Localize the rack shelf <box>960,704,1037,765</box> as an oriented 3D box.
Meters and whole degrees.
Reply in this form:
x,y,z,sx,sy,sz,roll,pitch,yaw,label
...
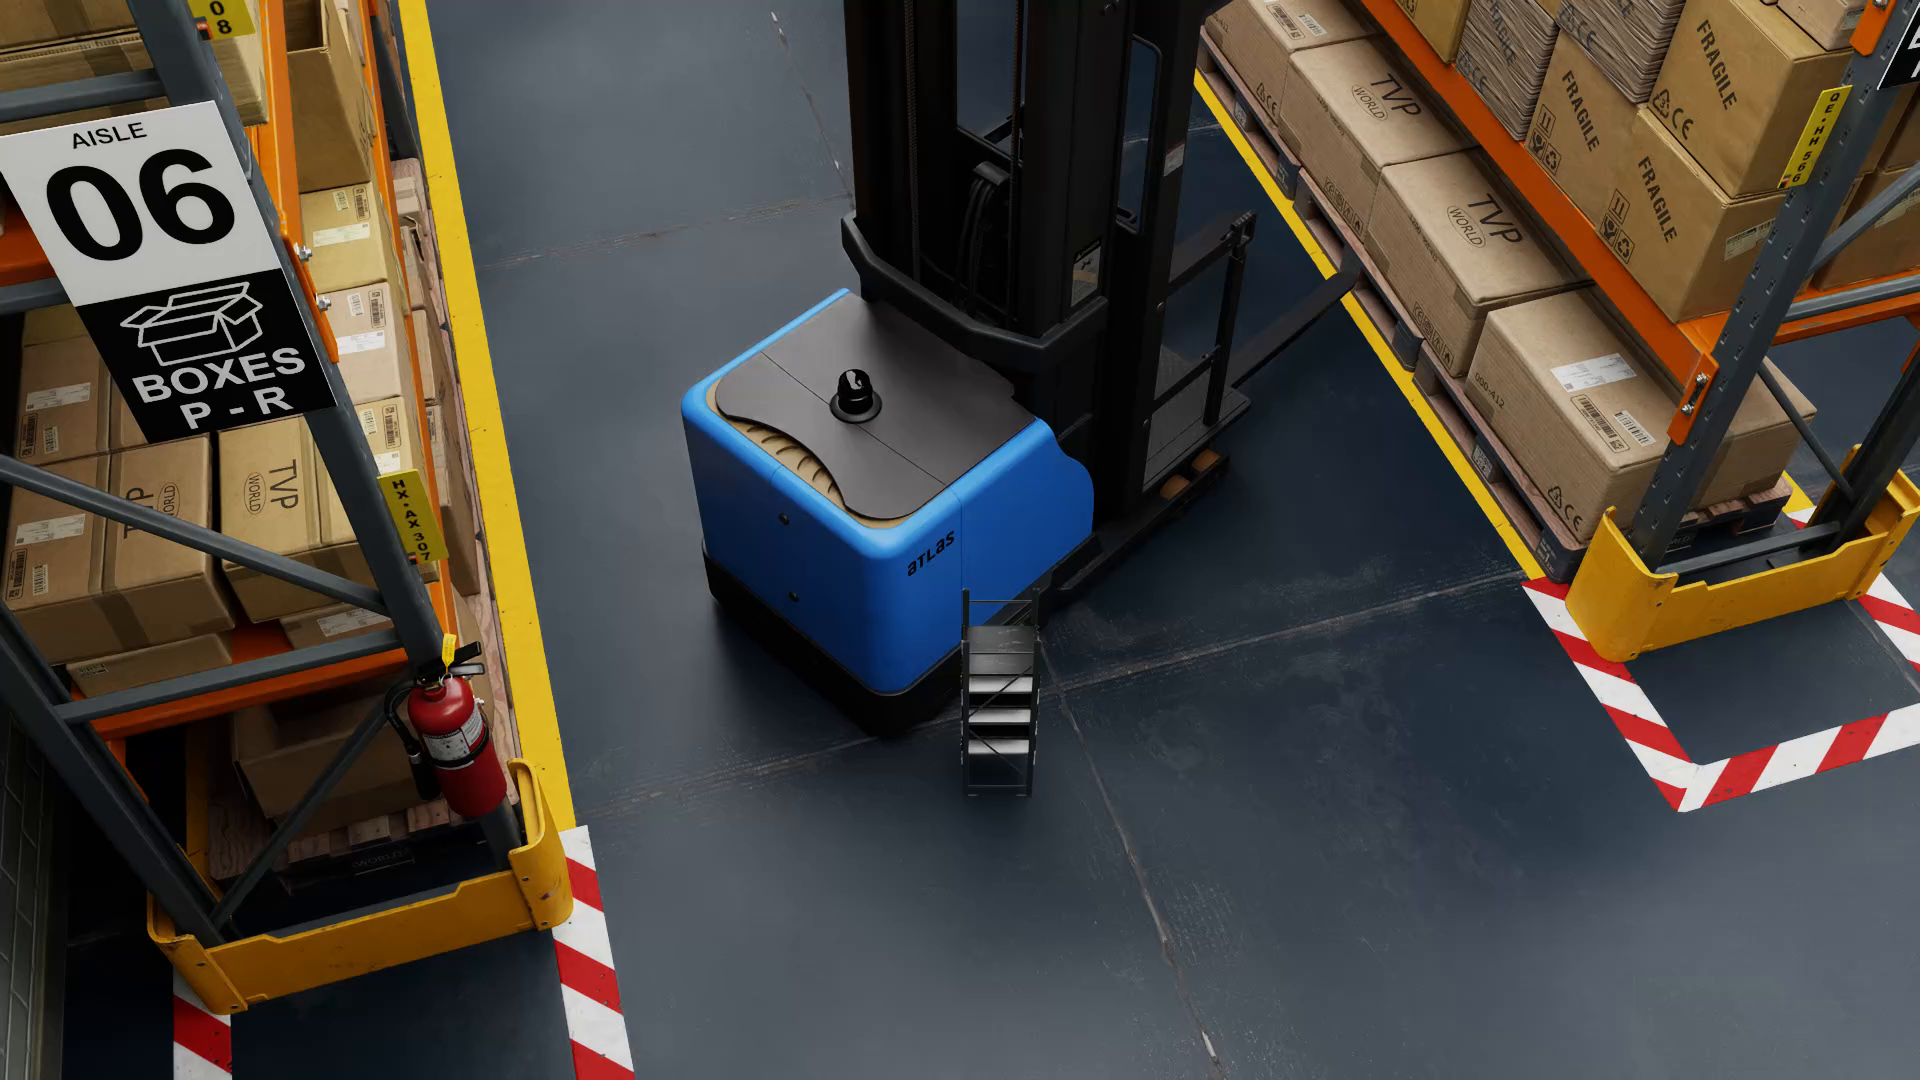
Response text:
x,y,z,sx,sy,sz,roll,pitch,yaw,label
0.129,0.661,5.673,0.258,0.077,0.200,0,50,0,rack shelf

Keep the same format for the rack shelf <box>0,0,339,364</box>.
x,y,z,sx,sy,sz,roll,pitch,yaw,label
-2.443,-1.845,4.642,1.077,0.370,4.000,-13,51,-11,rack shelf

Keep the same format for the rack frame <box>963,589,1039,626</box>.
x,y,z,sx,sy,sz,roll,pitch,yaw,label
0.129,0.445,5.576,0.240,0.900,0.006,0,50,0,rack frame

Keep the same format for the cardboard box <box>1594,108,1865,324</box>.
x,y,z,sx,sy,sz,roll,pitch,yaw,label
2.493,-1.099,5.439,0.500,0.500,0.500,-13,51,-11,cardboard box

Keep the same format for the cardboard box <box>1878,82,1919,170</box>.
x,y,z,sx,sy,sz,roll,pitch,yaw,label
3.019,-1.544,5.160,0.500,0.500,0.500,-14,51,-12,cardboard box

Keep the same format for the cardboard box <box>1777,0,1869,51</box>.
x,y,z,sx,sy,sz,roll,pitch,yaw,label
2.591,-1.555,4.745,0.380,0.149,0.250,-13,51,-10,cardboard box

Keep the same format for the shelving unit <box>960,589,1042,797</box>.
x,y,z,sx,sy,sz,roll,pitch,yaw,label
0.129,0.523,5.510,0.258,0.900,0.210,0,50,0,shelving unit

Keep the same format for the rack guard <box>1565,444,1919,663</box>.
x,y,z,sx,sy,sz,roll,pitch,yaw,label
2.896,0.049,6.172,1.175,0.500,0.348,-13,51,-11,rack guard

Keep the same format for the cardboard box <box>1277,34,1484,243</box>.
x,y,z,sx,sy,sz,roll,pitch,yaw,label
2.054,-1.869,7.555,0.875,0.438,0.875,-15,51,-12,cardboard box

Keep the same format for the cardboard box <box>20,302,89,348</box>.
x,y,z,sx,sy,sz,roll,pitch,yaw,label
-2.535,-0.713,5.082,0.500,0.250,0.500,-12,51,-10,cardboard box

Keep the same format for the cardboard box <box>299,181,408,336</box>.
x,y,z,sx,sy,sz,roll,pitch,yaw,label
-2.031,-0.827,5.178,0.500,0.250,0.500,-14,51,-12,cardboard box

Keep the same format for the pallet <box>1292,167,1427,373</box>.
x,y,z,sx,sy,sz,roll,pitch,yaw,label
2.220,-1.331,7.524,1.003,0.211,1.213,-13,51,-11,pallet

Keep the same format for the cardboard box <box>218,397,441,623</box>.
x,y,z,sx,sy,sz,roll,pitch,yaw,label
-1.729,-0.089,4.557,0.500,0.250,0.500,-13,51,-11,cardboard box

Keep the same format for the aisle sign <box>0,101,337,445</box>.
x,y,z,sx,sy,sz,roll,pitch,yaw,label
-1.551,-0.504,3.302,0.394,0.787,0.004,-13,51,-11,aisle sign

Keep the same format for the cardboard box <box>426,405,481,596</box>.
x,y,z,sx,sy,sz,roll,pitch,yaw,label
-2.158,-0.080,6.006,0.700,0.500,0.500,-11,51,-9,cardboard box

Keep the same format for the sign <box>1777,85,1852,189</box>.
x,y,z,sx,sy,sz,roll,pitch,yaw,label
2.366,-1.112,4.603,0.100,0.325,0.005,-13,51,-11,sign

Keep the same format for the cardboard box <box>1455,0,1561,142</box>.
x,y,z,sx,sy,sz,roll,pitch,yaw,label
2.198,-1.843,6.066,0.500,0.500,0.500,-12,51,-10,cardboard box

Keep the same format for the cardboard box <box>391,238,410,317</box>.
x,y,z,sx,sy,sz,roll,pitch,yaw,label
-2.021,-0.823,5.436,0.380,0.149,0.250,-15,51,-12,cardboard box

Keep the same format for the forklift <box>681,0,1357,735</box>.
x,y,z,sx,sy,sz,roll,pitch,yaw,label
0.434,-1.288,5.708,1.130,2.935,3.031,36,59,27,forklift

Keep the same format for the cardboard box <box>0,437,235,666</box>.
x,y,z,sx,sy,sz,roll,pitch,yaw,label
-2.242,0.027,4.459,0.500,0.250,0.500,-12,51,-10,cardboard box

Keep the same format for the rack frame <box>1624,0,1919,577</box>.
x,y,z,sx,sy,sz,roll,pitch,yaw,label
2.889,-0.775,5.231,1.000,3.000,0.127,-13,51,-11,rack frame

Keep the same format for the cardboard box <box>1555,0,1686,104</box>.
x,y,z,sx,sy,sz,roll,pitch,yaw,label
2.336,-1.802,5.378,0.500,0.500,0.500,-13,51,-11,cardboard box

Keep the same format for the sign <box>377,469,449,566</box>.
x,y,z,sx,sy,sz,roll,pitch,yaw,label
-1.334,-0.051,4.055,0.100,0.325,0.005,-13,51,-11,sign

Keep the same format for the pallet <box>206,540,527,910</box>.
x,y,z,sx,sy,sz,roll,pitch,yaw,label
-2.111,0.612,5.886,1.003,0.211,1.213,-13,51,-11,pallet

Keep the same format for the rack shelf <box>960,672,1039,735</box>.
x,y,z,sx,sy,sz,roll,pitch,yaw,label
0.129,0.545,5.536,0.258,0.077,0.200,0,50,0,rack shelf

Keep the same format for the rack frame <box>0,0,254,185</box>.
x,y,z,sx,sy,sz,roll,pitch,yaw,label
-1.852,-1.583,1.989,1.000,3.000,0.127,-13,51,-11,rack frame

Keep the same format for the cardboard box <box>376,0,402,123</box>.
x,y,z,sx,sy,sz,roll,pitch,yaw,label
-2.963,-2.305,7.881,0.500,0.500,0.500,-11,51,-9,cardboard box

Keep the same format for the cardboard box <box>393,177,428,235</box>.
x,y,z,sx,sy,sz,roll,pitch,yaw,label
-2.590,-1.447,7.388,0.380,0.149,0.250,-15,51,-12,cardboard box

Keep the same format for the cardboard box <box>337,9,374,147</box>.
x,y,z,sx,sy,sz,roll,pitch,yaw,label
-2.354,-1.572,5.807,0.500,0.250,0.500,-14,51,-11,cardboard box

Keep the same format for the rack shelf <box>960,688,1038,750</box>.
x,y,z,sx,sy,sz,roll,pitch,yaw,label
0.129,0.603,5.604,0.258,0.077,0.200,0,50,0,rack shelf

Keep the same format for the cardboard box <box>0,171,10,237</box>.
x,y,z,sx,sy,sz,roll,pitch,yaw,label
-2.168,-0.717,3.384,0.380,0.149,0.250,-12,51,-10,cardboard box

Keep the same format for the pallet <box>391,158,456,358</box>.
x,y,z,sx,sy,sz,roll,pitch,yaw,label
-2.833,-1.170,7.388,1.003,0.211,1.213,-13,51,-11,pallet

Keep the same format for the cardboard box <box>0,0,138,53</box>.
x,y,z,sx,sy,sz,roll,pitch,yaw,label
-1.743,-1.206,3.209,0.500,0.250,0.500,-14,51,-11,cardboard box

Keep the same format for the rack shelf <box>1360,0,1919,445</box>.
x,y,z,sx,sy,sz,roll,pitch,yaw,label
2.297,-2.003,6.737,1.077,0.370,4.000,-13,51,-11,rack shelf

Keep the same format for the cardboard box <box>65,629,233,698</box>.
x,y,z,sx,sy,sz,roll,pitch,yaw,label
-2.206,0.250,4.531,0.380,0.149,0.250,-14,51,-11,cardboard box

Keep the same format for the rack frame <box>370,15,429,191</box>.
x,y,z,sx,sy,sz,roll,pitch,yaw,label
-3.035,-2.571,6.745,1.000,3.000,0.127,-13,51,-11,rack frame

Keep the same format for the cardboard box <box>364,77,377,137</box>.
x,y,z,sx,sy,sz,roll,pitch,yaw,label
-2.348,-1.567,6.063,0.380,0.149,0.250,-14,51,-12,cardboard box

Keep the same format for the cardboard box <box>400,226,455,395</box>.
x,y,z,sx,sy,sz,roll,pitch,yaw,label
-2.465,-0.839,6.645,0.700,0.500,0.500,-15,52,-12,cardboard box

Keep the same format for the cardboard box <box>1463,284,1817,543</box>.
x,y,z,sx,sy,sz,roll,pitch,yaw,label
2.598,-0.543,6.437,0.875,0.438,0.875,-15,51,-12,cardboard box

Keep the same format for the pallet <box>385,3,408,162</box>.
x,y,z,sx,sy,sz,roll,pitch,yaw,label
-3.312,-2.258,8.305,1.003,0.211,1.213,-13,51,-11,pallet

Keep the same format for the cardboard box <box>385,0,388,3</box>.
x,y,z,sx,sy,sz,roll,pitch,yaw,label
-3.273,-3.057,8.515,0.500,0.500,0.500,-15,51,-12,cardboard box
